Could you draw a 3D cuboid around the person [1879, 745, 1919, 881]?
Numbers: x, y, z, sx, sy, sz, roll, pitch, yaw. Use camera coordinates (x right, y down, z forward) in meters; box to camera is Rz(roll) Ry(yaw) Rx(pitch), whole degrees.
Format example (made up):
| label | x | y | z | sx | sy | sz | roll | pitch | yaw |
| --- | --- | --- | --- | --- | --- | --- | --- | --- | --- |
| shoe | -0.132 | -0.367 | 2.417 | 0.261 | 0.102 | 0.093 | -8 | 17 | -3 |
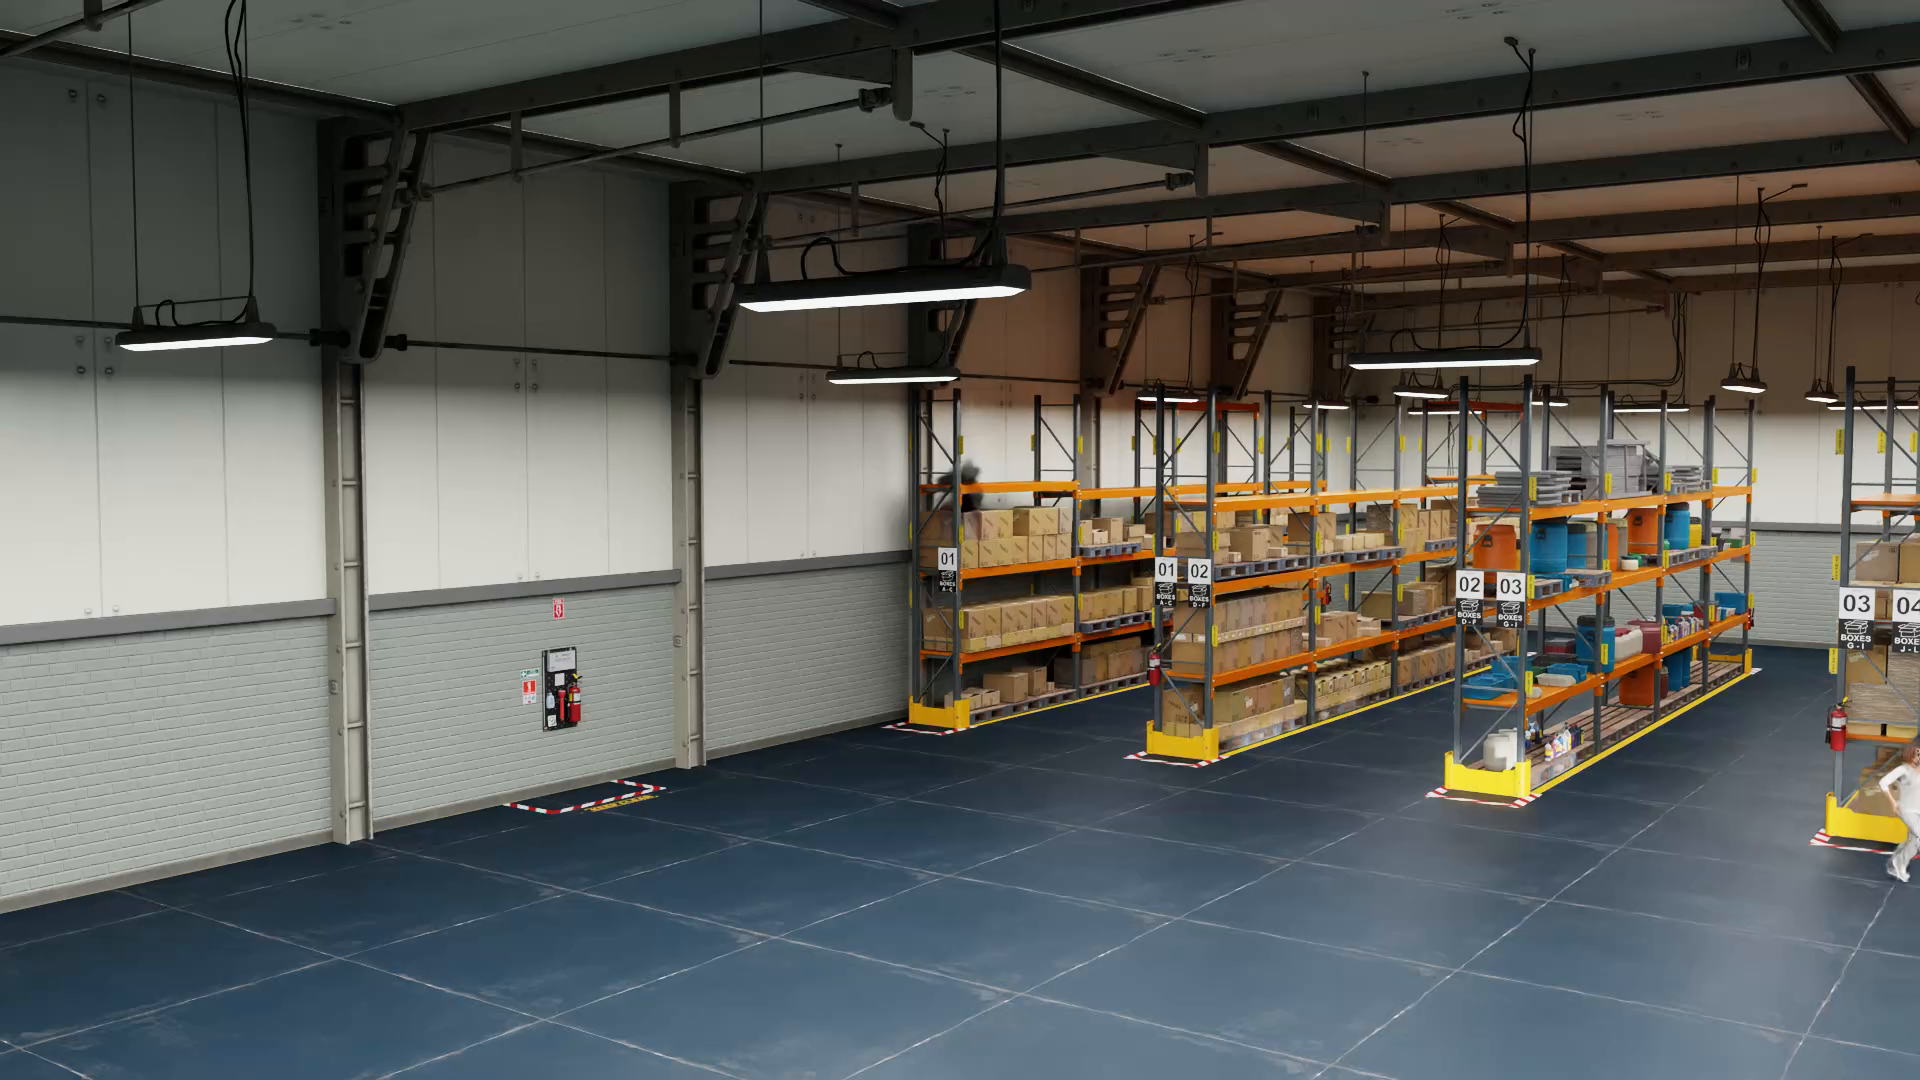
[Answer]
| label | x | y | z | sx | sy | sz | roll | pitch | yaw |
| --- | --- | --- | --- | --- | --- | --- | --- | --- | --- |
| person | 10.864 | 3.117 | 18.954 | 0.508 | 1.561 | 0.631 | -2 | 4 | -25 |
